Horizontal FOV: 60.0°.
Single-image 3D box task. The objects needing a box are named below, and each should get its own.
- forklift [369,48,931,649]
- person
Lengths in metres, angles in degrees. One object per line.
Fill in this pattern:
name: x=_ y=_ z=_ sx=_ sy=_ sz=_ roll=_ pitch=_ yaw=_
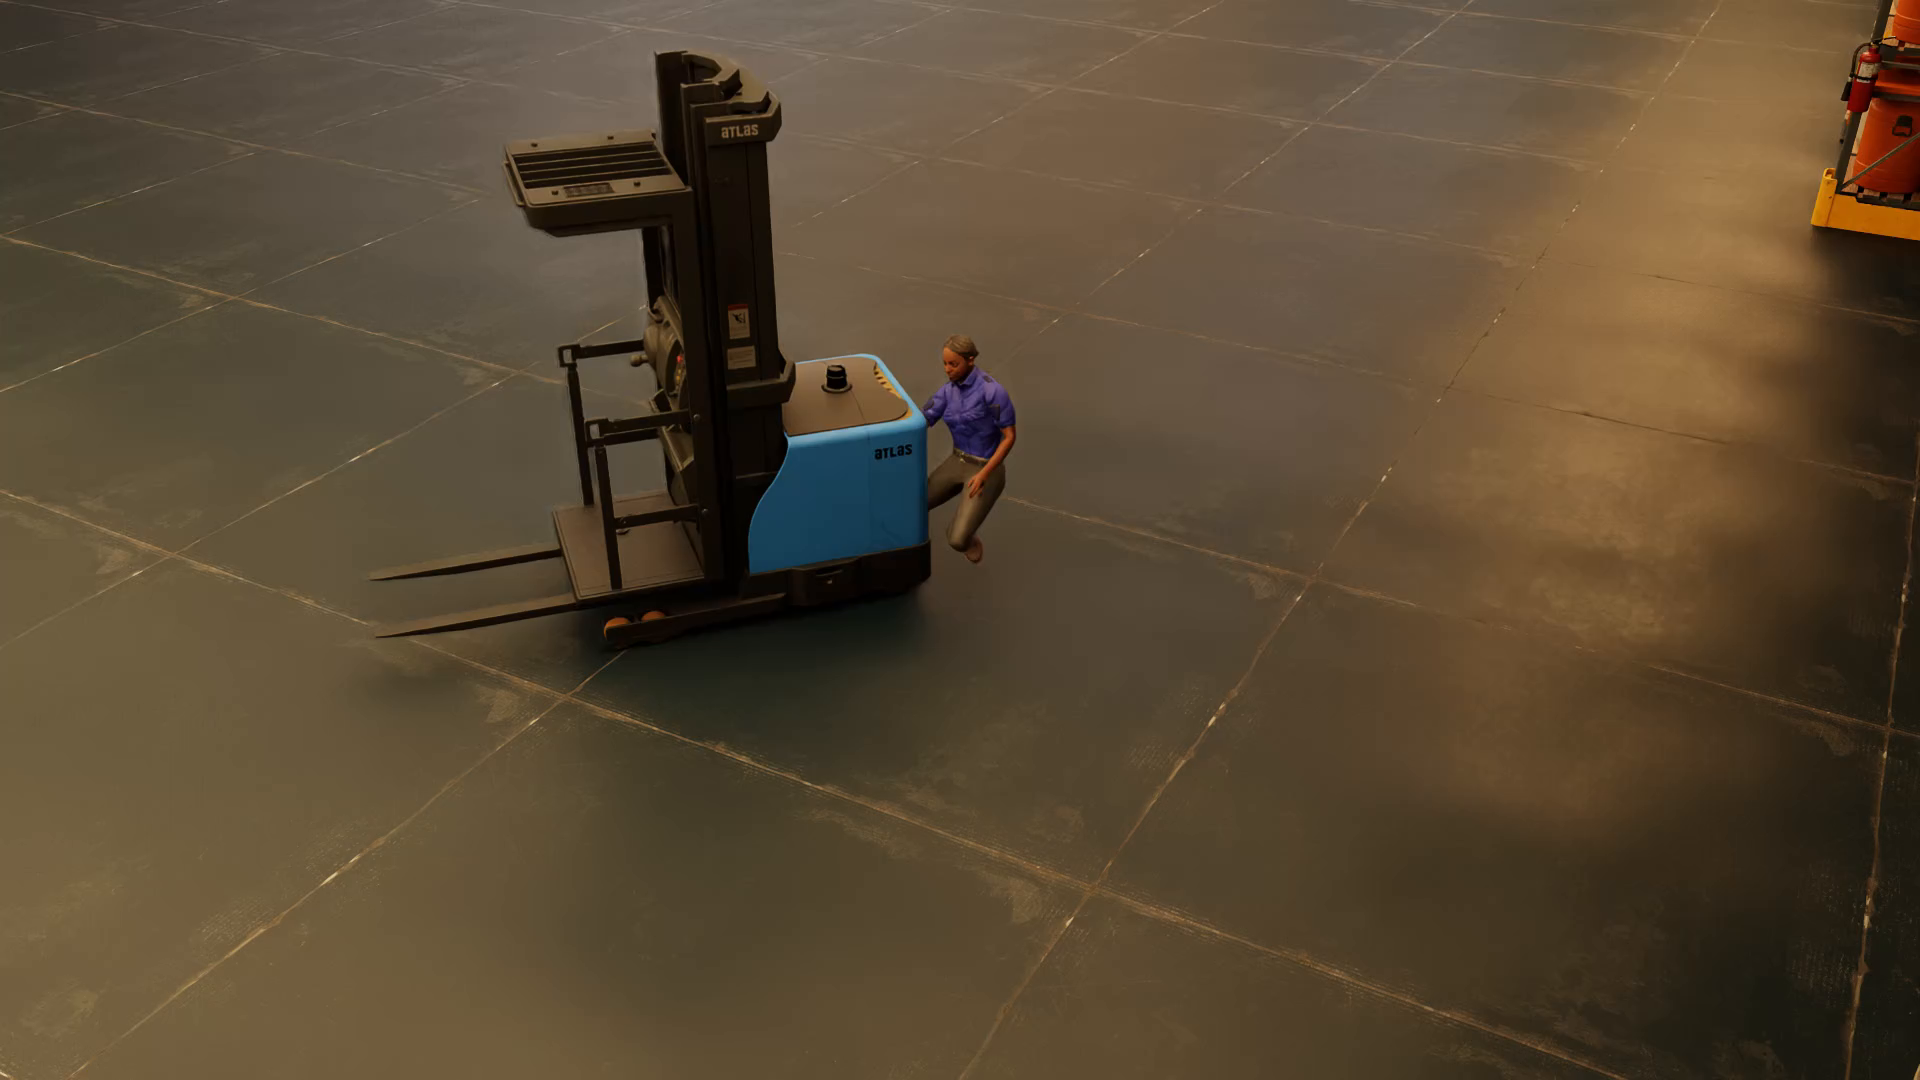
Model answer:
forklift: x=-1.739 y=-0.979 z=8.767 sx=3.031 sy=2.935 sz=1.130 roll=-10 pitch=31 yaw=-17
person: x=-0.111 y=-0.381 z=9.144 sx=0.717 sy=1.507 sz=0.655 roll=26 pitch=39 yaw=37
